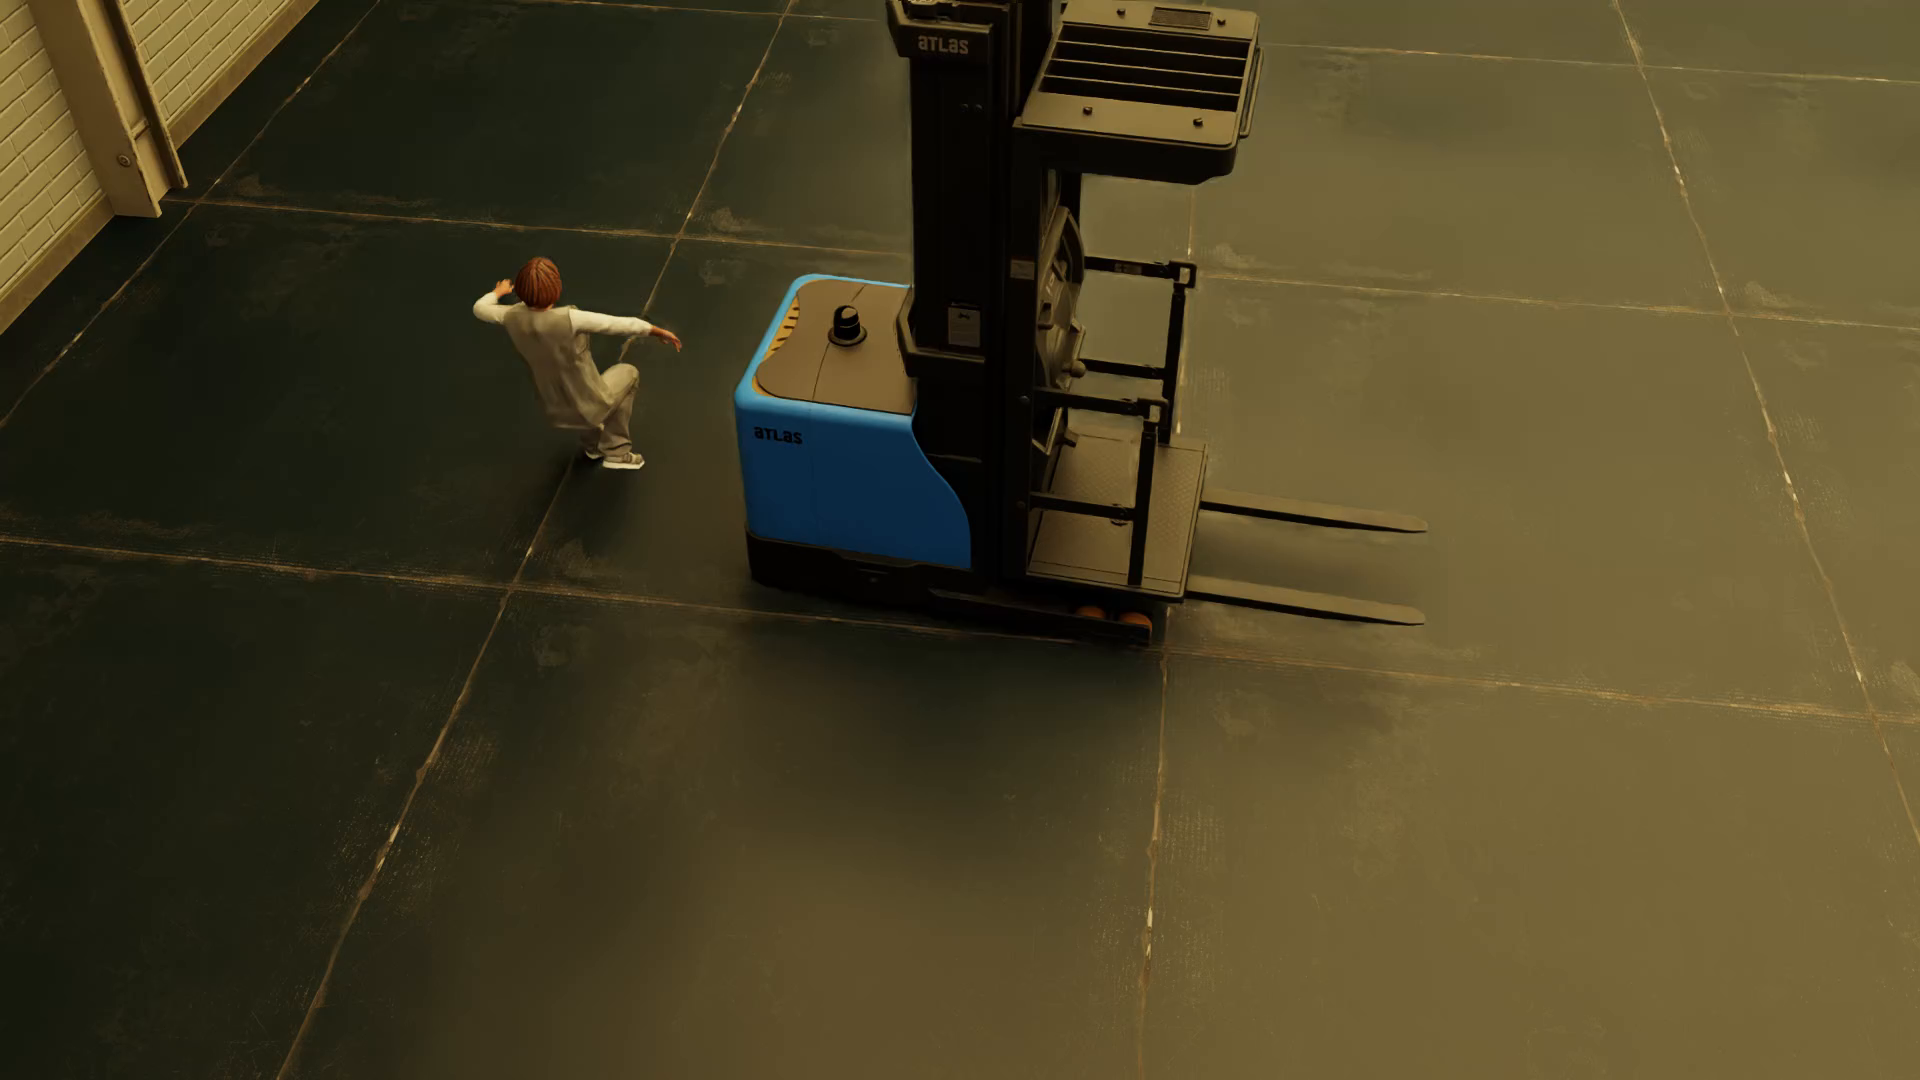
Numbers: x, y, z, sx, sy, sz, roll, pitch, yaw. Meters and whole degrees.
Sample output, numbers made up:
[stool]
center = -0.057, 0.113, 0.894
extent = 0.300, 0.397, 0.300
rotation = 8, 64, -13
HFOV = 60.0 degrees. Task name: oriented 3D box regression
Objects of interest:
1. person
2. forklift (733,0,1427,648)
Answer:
[person]
center = -1.728, -0.831, 7.763
extent = 0.938, 1.377, 0.745
rotation = 6, 43, 6
[forklift]
center = 0.598, -0.995, 6.807
extent = 3.031, 2.935, 1.130
rotation = 8, 43, 9
